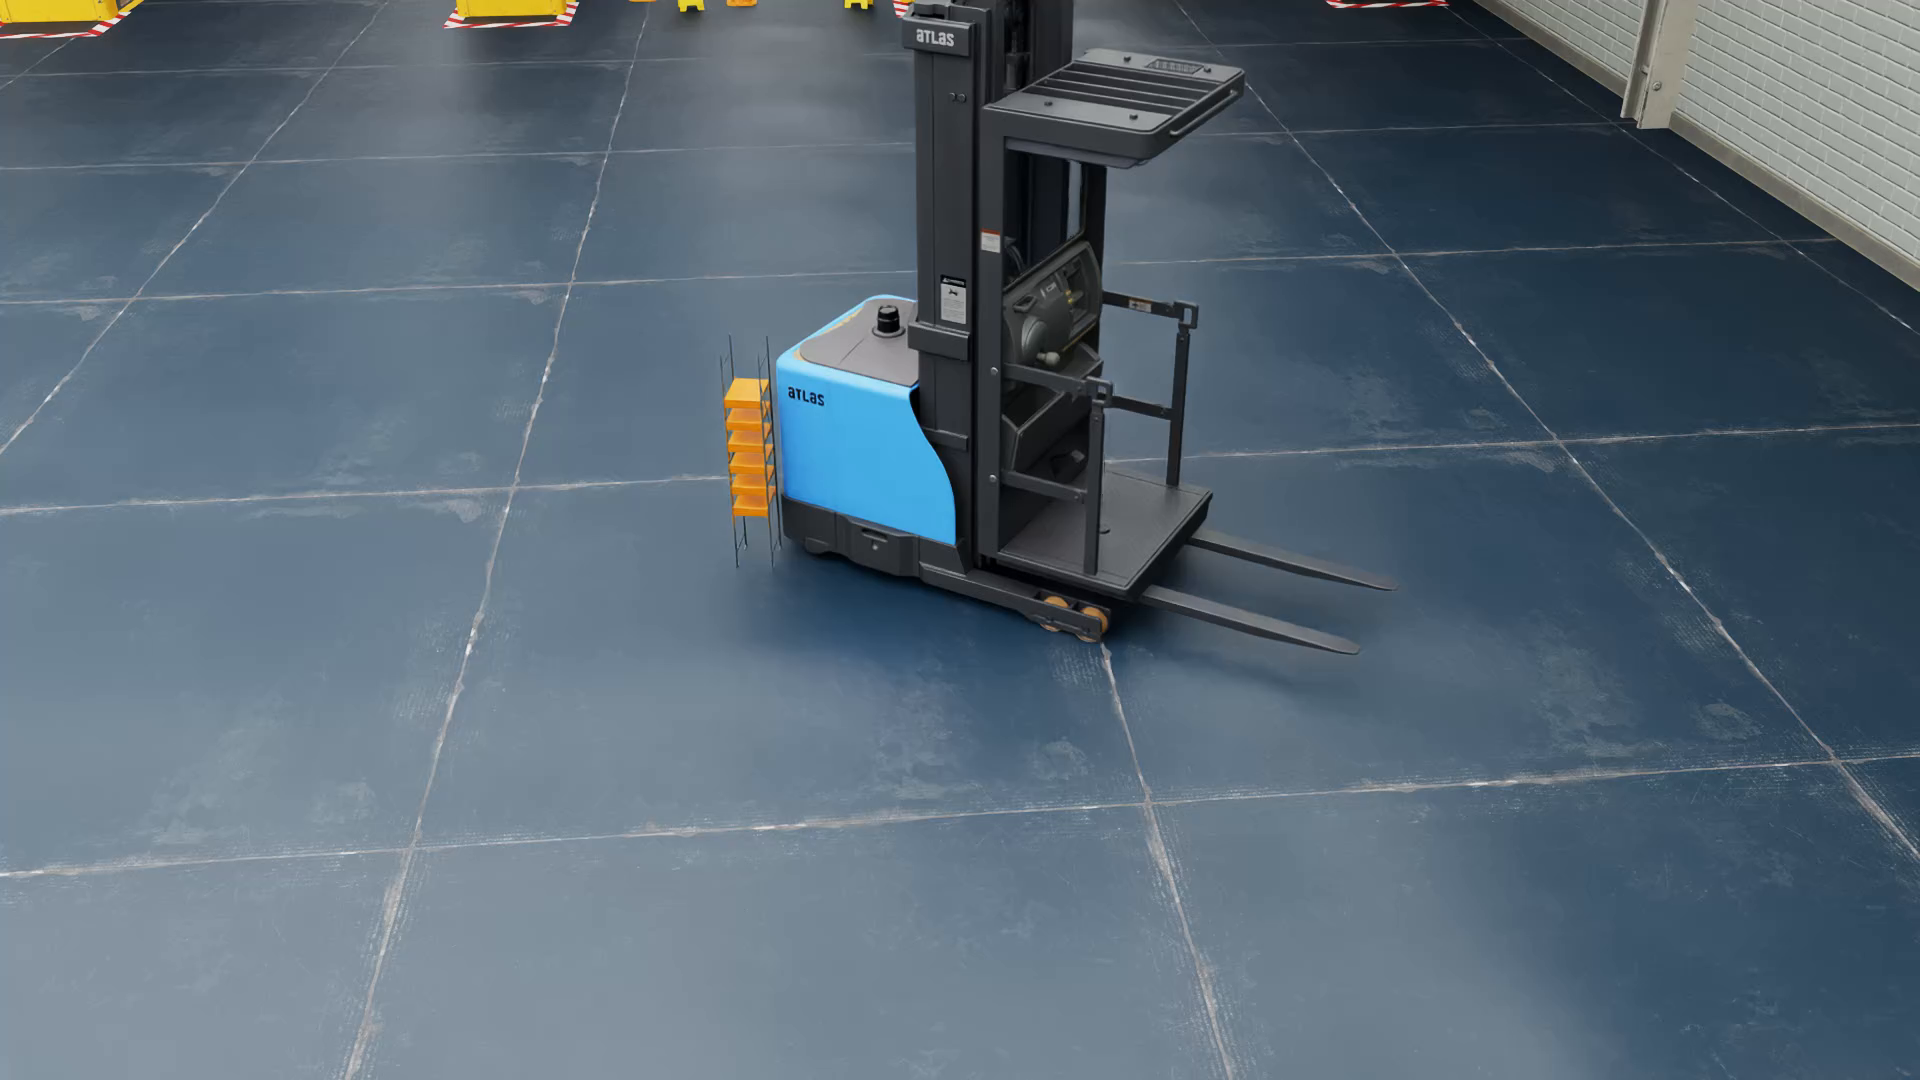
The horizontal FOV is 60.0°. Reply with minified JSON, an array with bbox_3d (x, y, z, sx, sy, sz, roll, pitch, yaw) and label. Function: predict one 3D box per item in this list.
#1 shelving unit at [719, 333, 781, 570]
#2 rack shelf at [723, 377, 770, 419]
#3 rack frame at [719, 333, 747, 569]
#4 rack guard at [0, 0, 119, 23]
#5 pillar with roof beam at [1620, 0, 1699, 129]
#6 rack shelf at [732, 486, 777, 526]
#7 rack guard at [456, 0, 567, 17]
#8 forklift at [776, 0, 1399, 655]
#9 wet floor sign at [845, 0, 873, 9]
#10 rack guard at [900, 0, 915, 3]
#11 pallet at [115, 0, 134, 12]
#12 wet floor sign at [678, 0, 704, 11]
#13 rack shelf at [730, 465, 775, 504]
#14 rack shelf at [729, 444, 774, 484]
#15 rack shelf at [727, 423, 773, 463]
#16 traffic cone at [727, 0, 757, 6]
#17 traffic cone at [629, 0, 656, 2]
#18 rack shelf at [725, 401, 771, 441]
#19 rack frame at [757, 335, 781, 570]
[{"bbox_3d":[-1.038,-0.425,8.292,0.189,1.200,0.258,3,31,5],"label":"shelving unit"},{"bbox_3d":[-1.038,-0.696,8.130,0.180,0.103,0.258,3,31,5],"label":"rack shelf"},{"bbox_3d":[-1.129,-0.430,8.299,0.006,1.200,0.240,3,31,5],"label":"rack frame"},{"bbox_3d":[-9.975,-6.005,18.316,1.175,0.500,0.348,-3,31,-5],"label":"rack guard"},{"bbox_3d":[1.947,-7.459,12.462,9.100,9.000,0.400,-3,31,-5],"label":"pillar with roof beam"},{"bbox_3d":[-1.038,-0.181,8.438,0.180,0.103,0.258,3,31,5],"label":"rack shelf"},{"bbox_3d":[-5.018,-6.140,18.542,1.175,0.500,0.348,-3,31,-5],"label":"rack guard"},{"bbox_3d":[0.618,-1.082,7.703,3.031,2.935,1.130,16,34,25],"label":"forklift"},{"bbox_3d":[-1.149,-6.355,18.761,0.267,0.644,0.232,8,32,13],"label":"wet floor sign"},{"bbox_3d":[-0.109,-6.480,19.111,1.175,0.500,0.348,-3,31,-5],"label":"rack guard"},{"bbox_3d":[-10.016,-6.298,19.088,1.003,0.211,1.213,-3,31,-5],"label":"pallet"},{"bbox_3d":[-3.046,-6.295,18.660,0.267,0.644,0.232,-8,32,-13],"label":"wet floor sign"},{"bbox_3d":[-1.038,-0.284,8.376,0.180,0.103,0.258,3,31,5],"label":"rack shelf"},{"bbox_3d":[-1.038,-0.387,8.315,0.180,0.103,0.258,3,31,5],"label":"rack shelf"},{"bbox_3d":[-1.038,-0.490,8.253,0.180,0.103,0.258,3,31,5],"label":"rack shelf"},{"bbox_3d":[-2.500,-6.356,18.940,0.336,0.463,0.334,-3,31,-5],"label":"traffic cone"},{"bbox_3d":[-3.656,-6.476,19.140,0.336,0.463,0.334,-3,31,-5],"label":"traffic cone"},{"bbox_3d":[-1.038,-0.593,8.192,0.180,0.103,0.258,3,31,5],"label":"rack shelf"},{"bbox_3d":[-0.947,-0.421,8.284,0.006,1.200,0.240,3,31,5],"label":"rack frame"}]
